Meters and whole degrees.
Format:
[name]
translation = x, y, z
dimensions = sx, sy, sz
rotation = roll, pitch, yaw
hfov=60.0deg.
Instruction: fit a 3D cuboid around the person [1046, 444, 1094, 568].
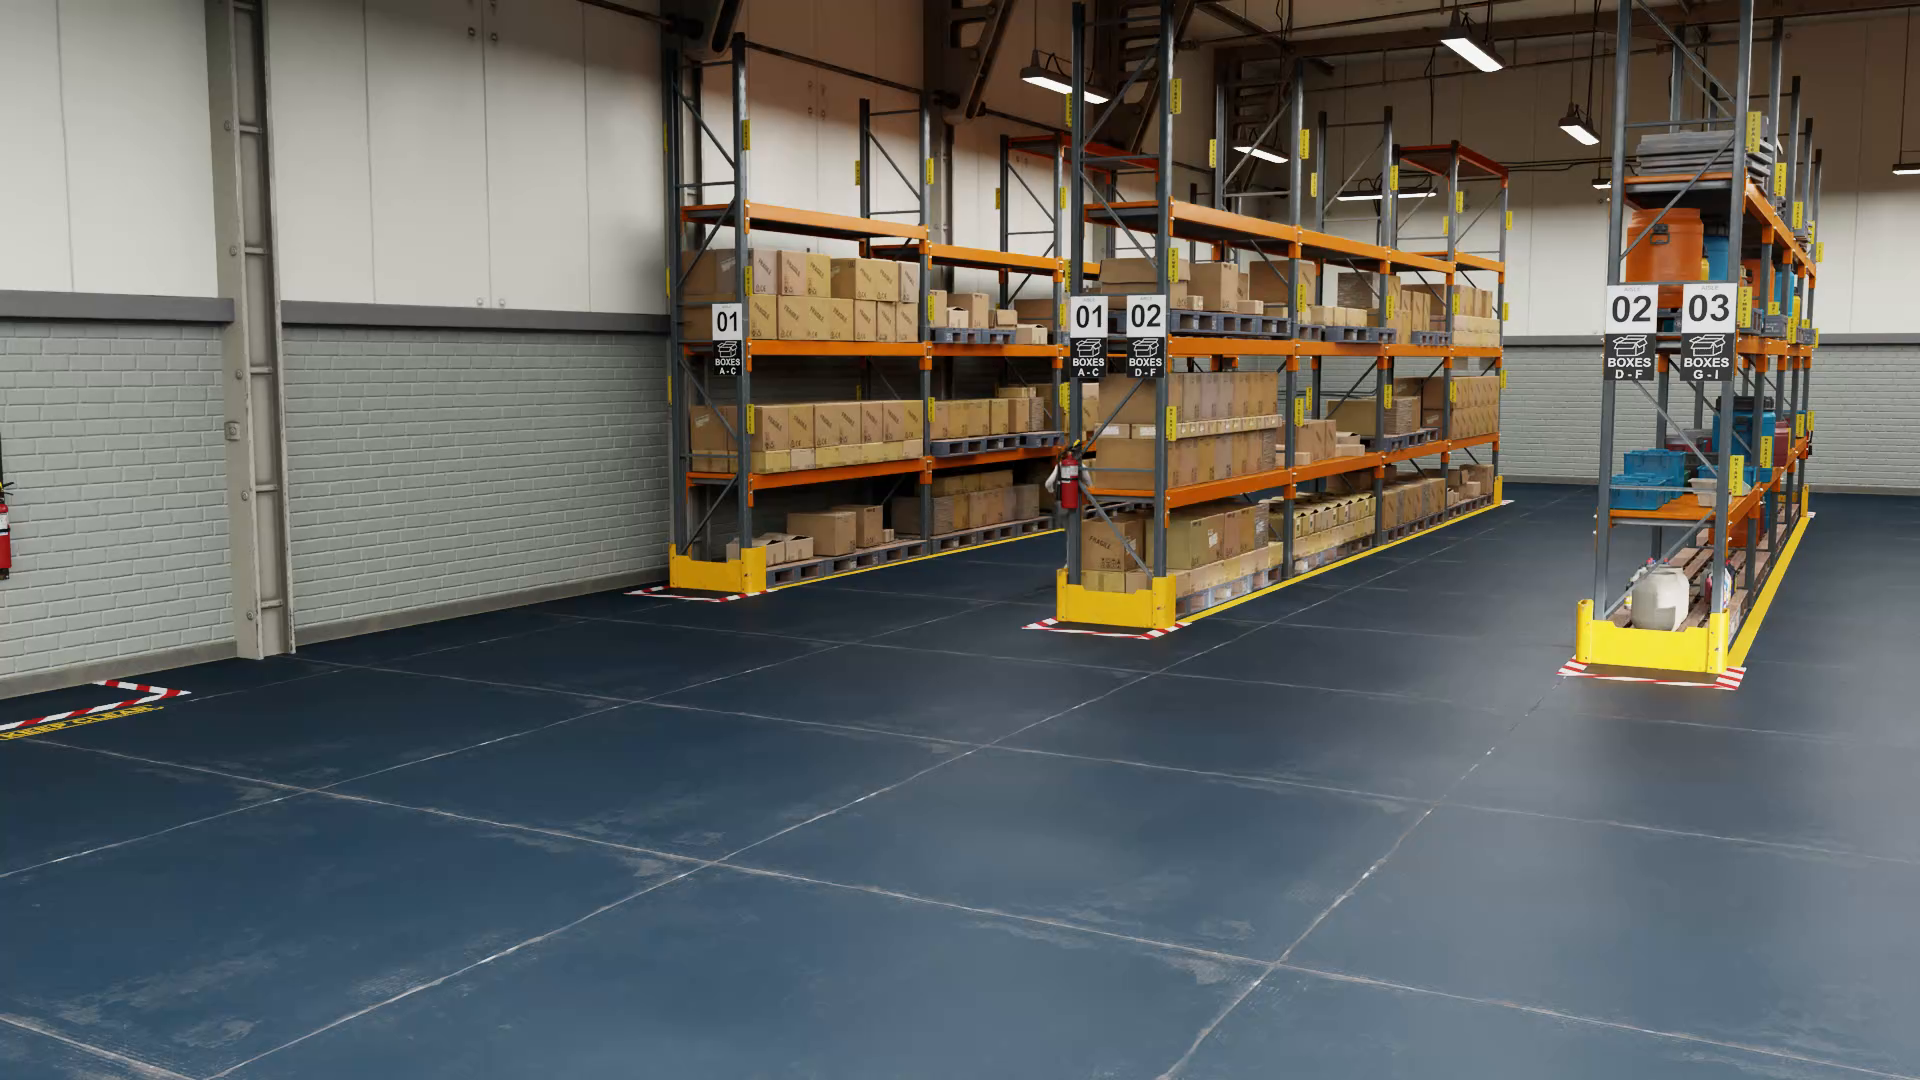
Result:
[person]
translation = 1.345, -0.377, 19.827
dimensions = 0.540, 1.571, 0.786
rotation = 2, 7, 19
